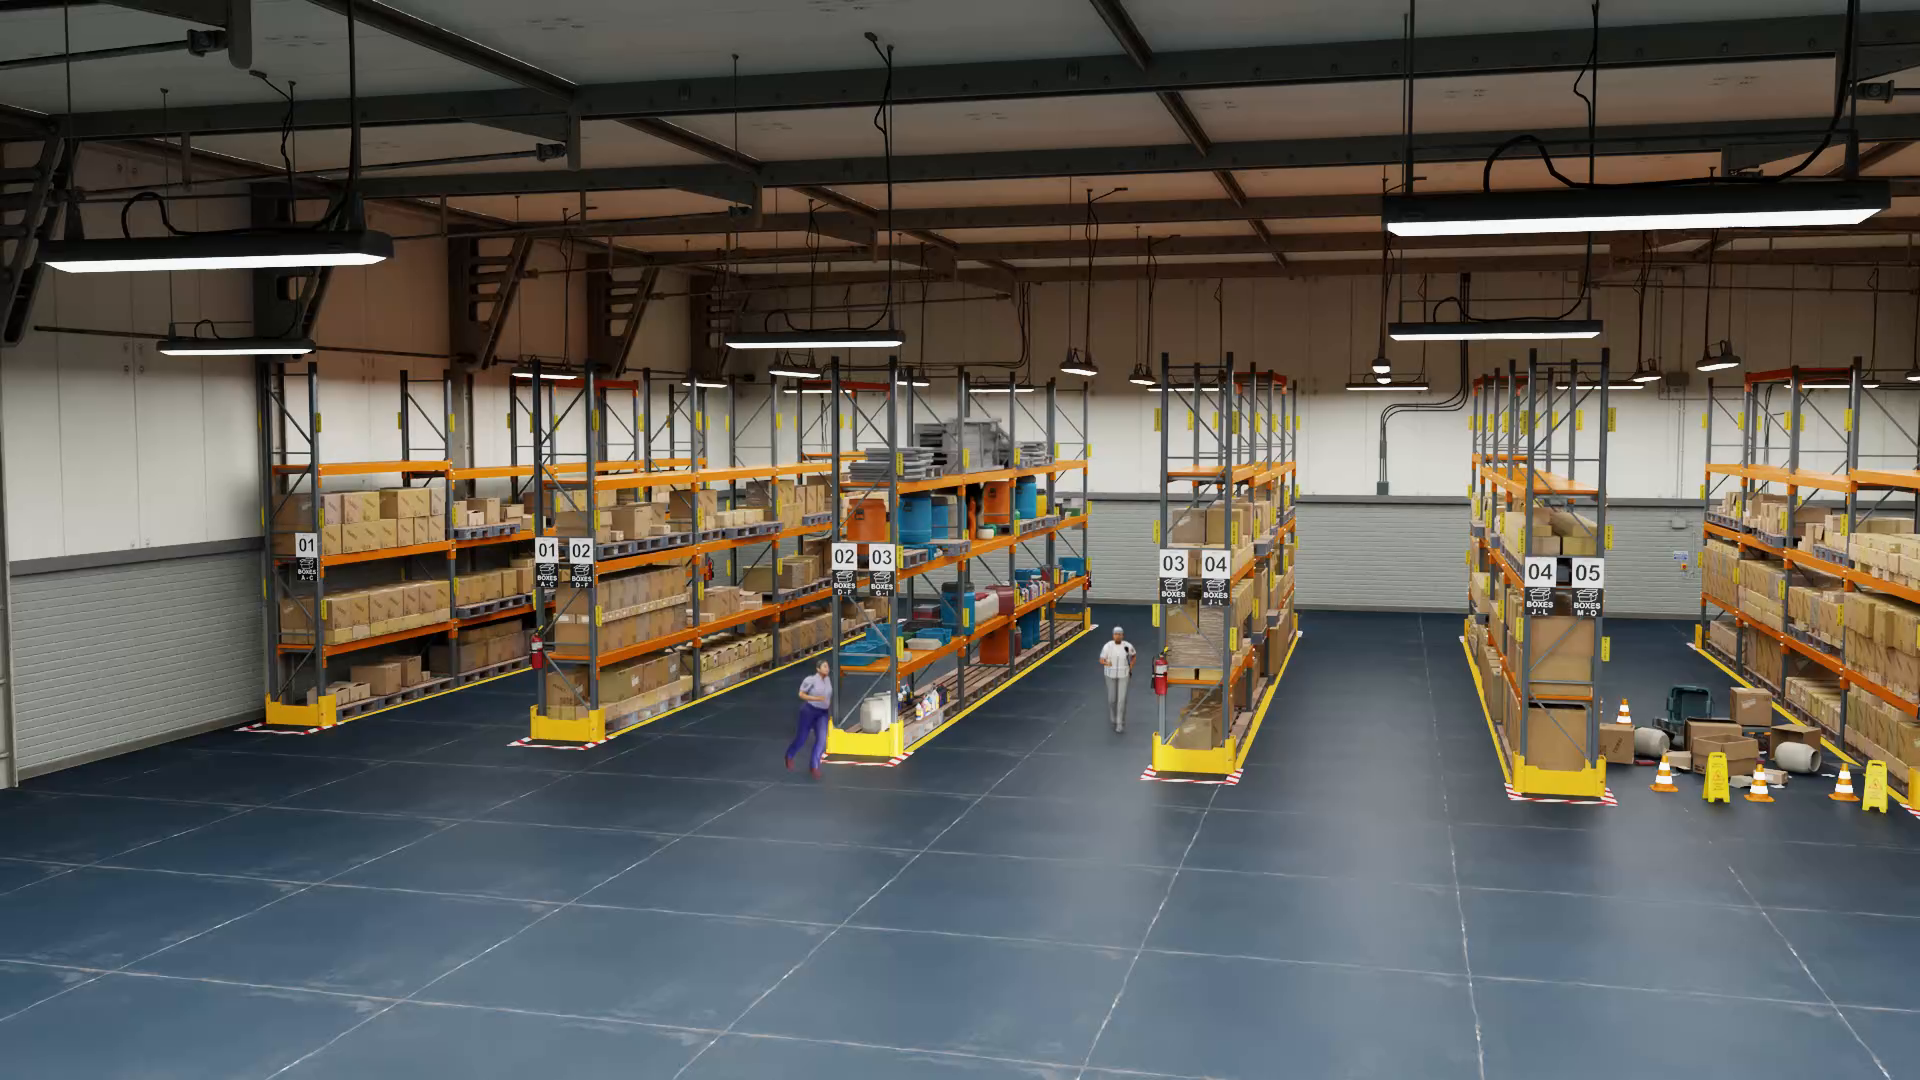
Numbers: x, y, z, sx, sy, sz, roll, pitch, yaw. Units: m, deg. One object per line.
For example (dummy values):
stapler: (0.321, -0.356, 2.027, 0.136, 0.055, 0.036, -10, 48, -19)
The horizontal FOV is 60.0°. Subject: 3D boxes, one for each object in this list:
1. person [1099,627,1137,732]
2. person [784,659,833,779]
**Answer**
person: (2.576, 2.239, 27.141, 0.612, 1.653, 0.894, 1, 4, 8)
person: (-2.065, 2.525, 23.795, 0.645, 1.642, 0.880, -3, 5, -35)
